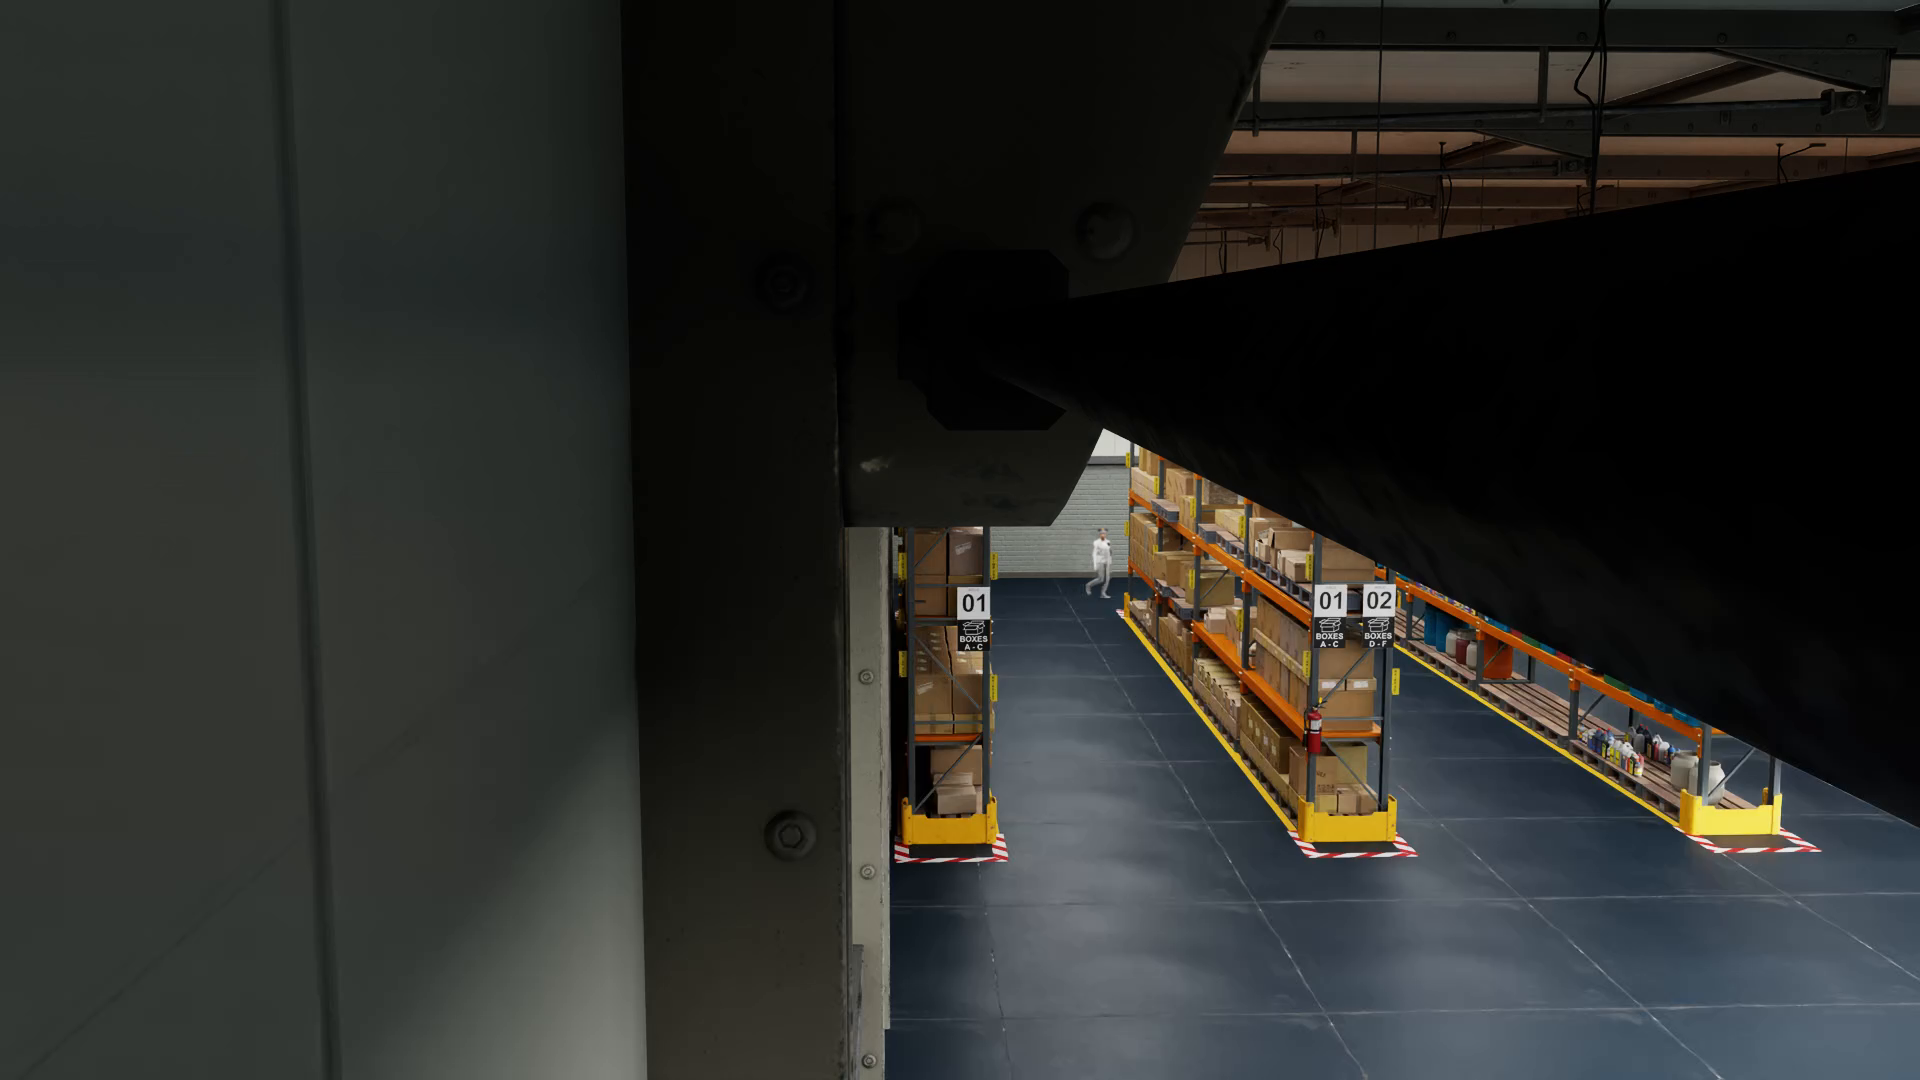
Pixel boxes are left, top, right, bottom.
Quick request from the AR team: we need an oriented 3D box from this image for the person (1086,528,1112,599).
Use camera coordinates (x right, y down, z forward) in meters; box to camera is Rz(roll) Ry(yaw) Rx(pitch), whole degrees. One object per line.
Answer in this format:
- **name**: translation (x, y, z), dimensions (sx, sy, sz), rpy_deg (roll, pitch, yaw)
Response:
- **person**: translation (3.272, 0.529, 38.754), dimensions (0.598, 1.666, 0.476), rpy_deg (5, 9, 36)
